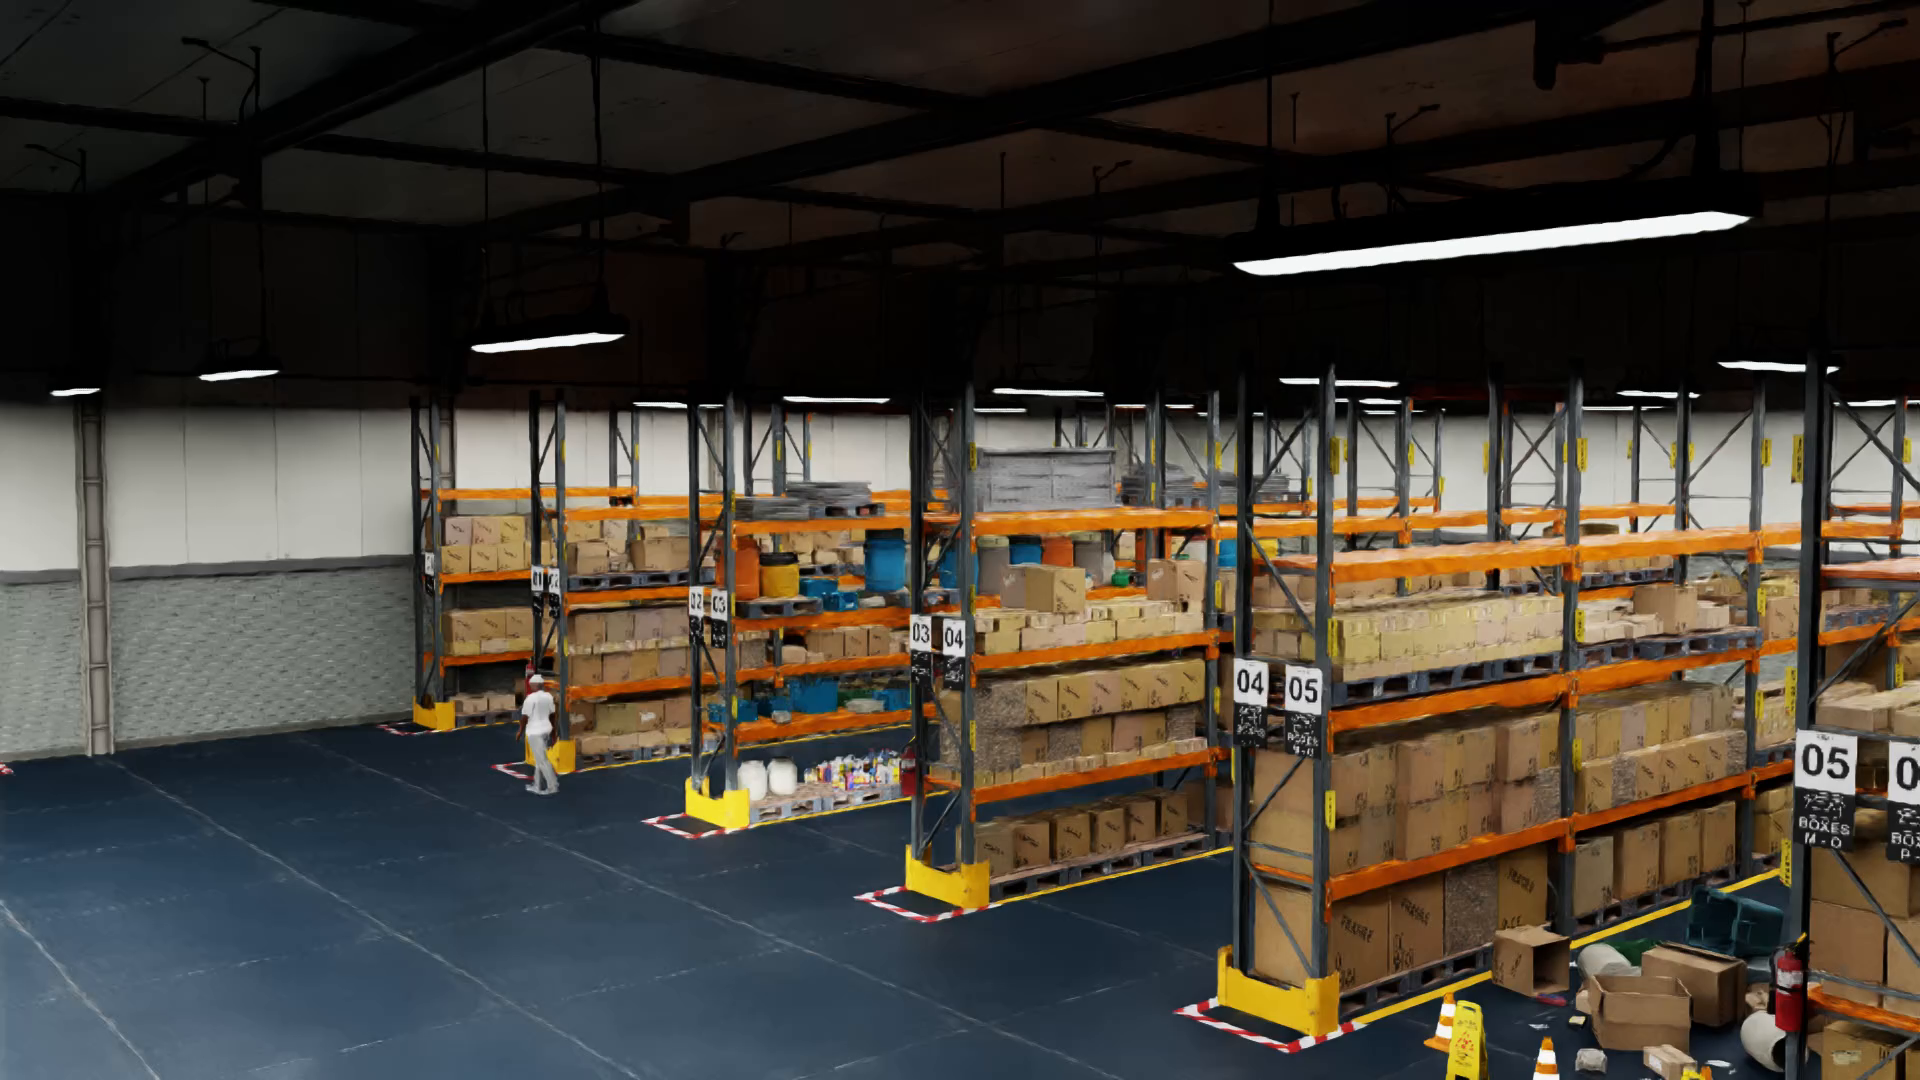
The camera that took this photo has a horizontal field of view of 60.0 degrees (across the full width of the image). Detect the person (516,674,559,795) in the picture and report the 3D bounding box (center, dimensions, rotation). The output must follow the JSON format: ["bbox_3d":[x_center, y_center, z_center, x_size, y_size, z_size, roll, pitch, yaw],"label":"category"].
[{"bbox_3d":[-6.181,2.851,24.455,0.707,1.763,0.583,1,4,23],"label":"person"}]
